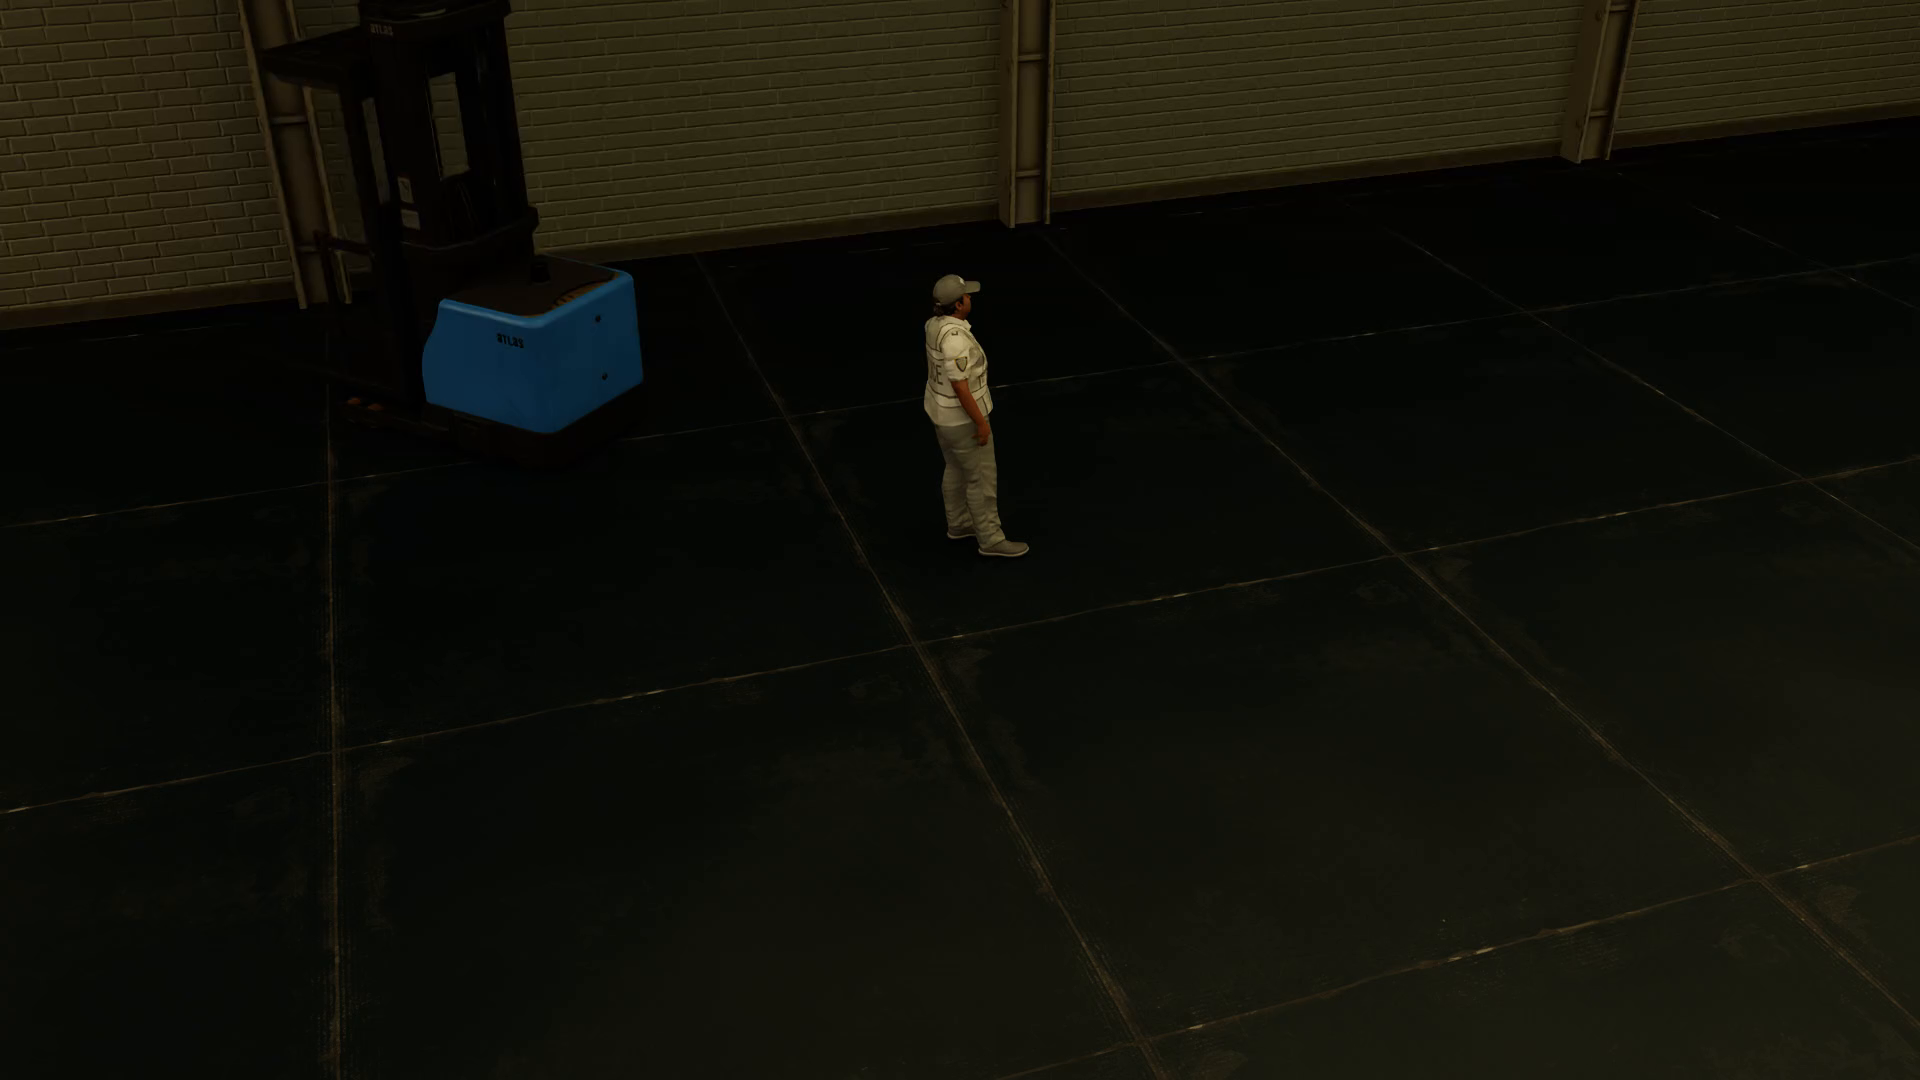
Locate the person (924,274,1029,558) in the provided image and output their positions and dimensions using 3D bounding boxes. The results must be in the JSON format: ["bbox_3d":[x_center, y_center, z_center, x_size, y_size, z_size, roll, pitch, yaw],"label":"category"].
[{"bbox_3d":[0.080,-0.730,9.609,0.529,1.670,0.599,-10,31,-16],"label":"person"}]

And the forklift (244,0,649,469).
[{"bbox_3d":[-3.676,-2.243,10.986,3.031,2.935,1.130,15,33,25],"label":"forklift"}]
